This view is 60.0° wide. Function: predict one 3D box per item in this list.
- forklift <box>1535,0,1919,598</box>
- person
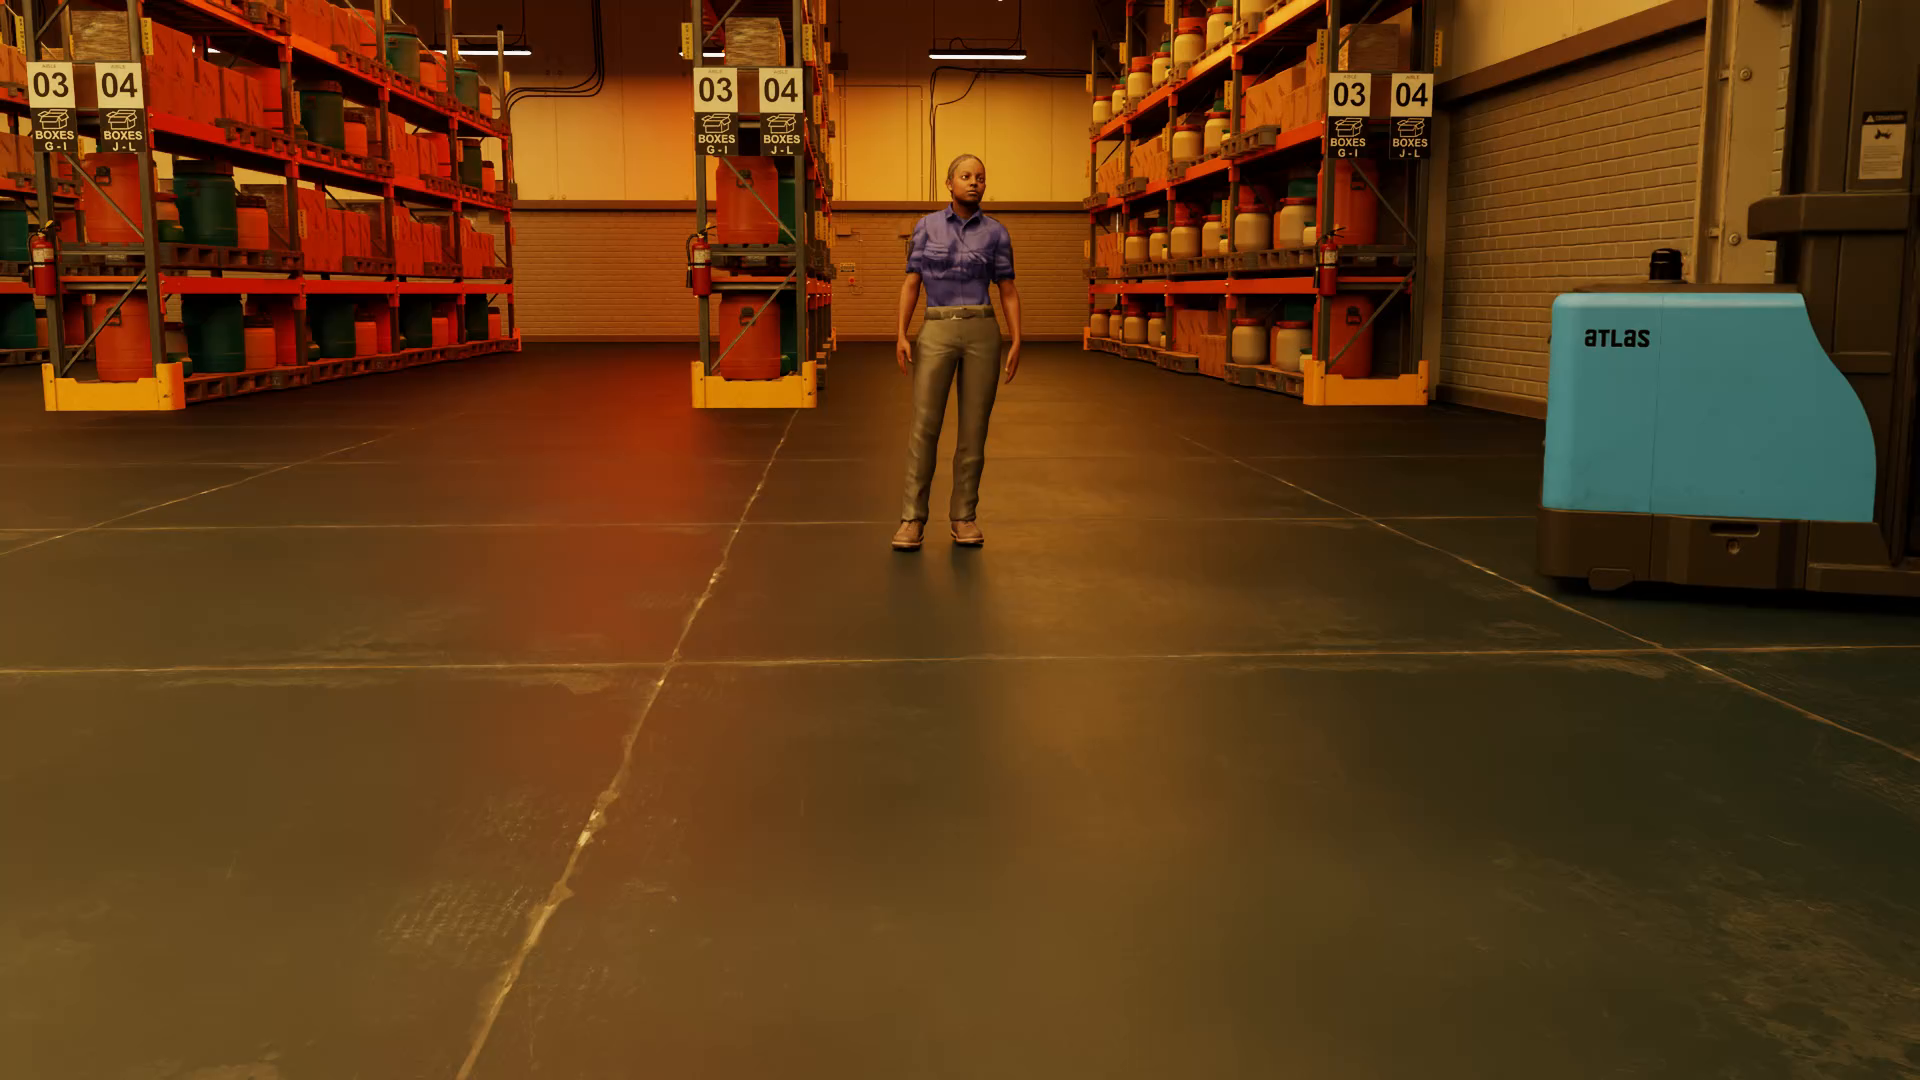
[{"bbox_3d":[3.662,-1.248,5.735,3.031,2.935,1.130,3,9,19],"label":"forklift"},{"bbox_3d":[-0.015,-0.813,7.099,0.569,1.656,0.503,-1,8,-4],"label":"person"}]
